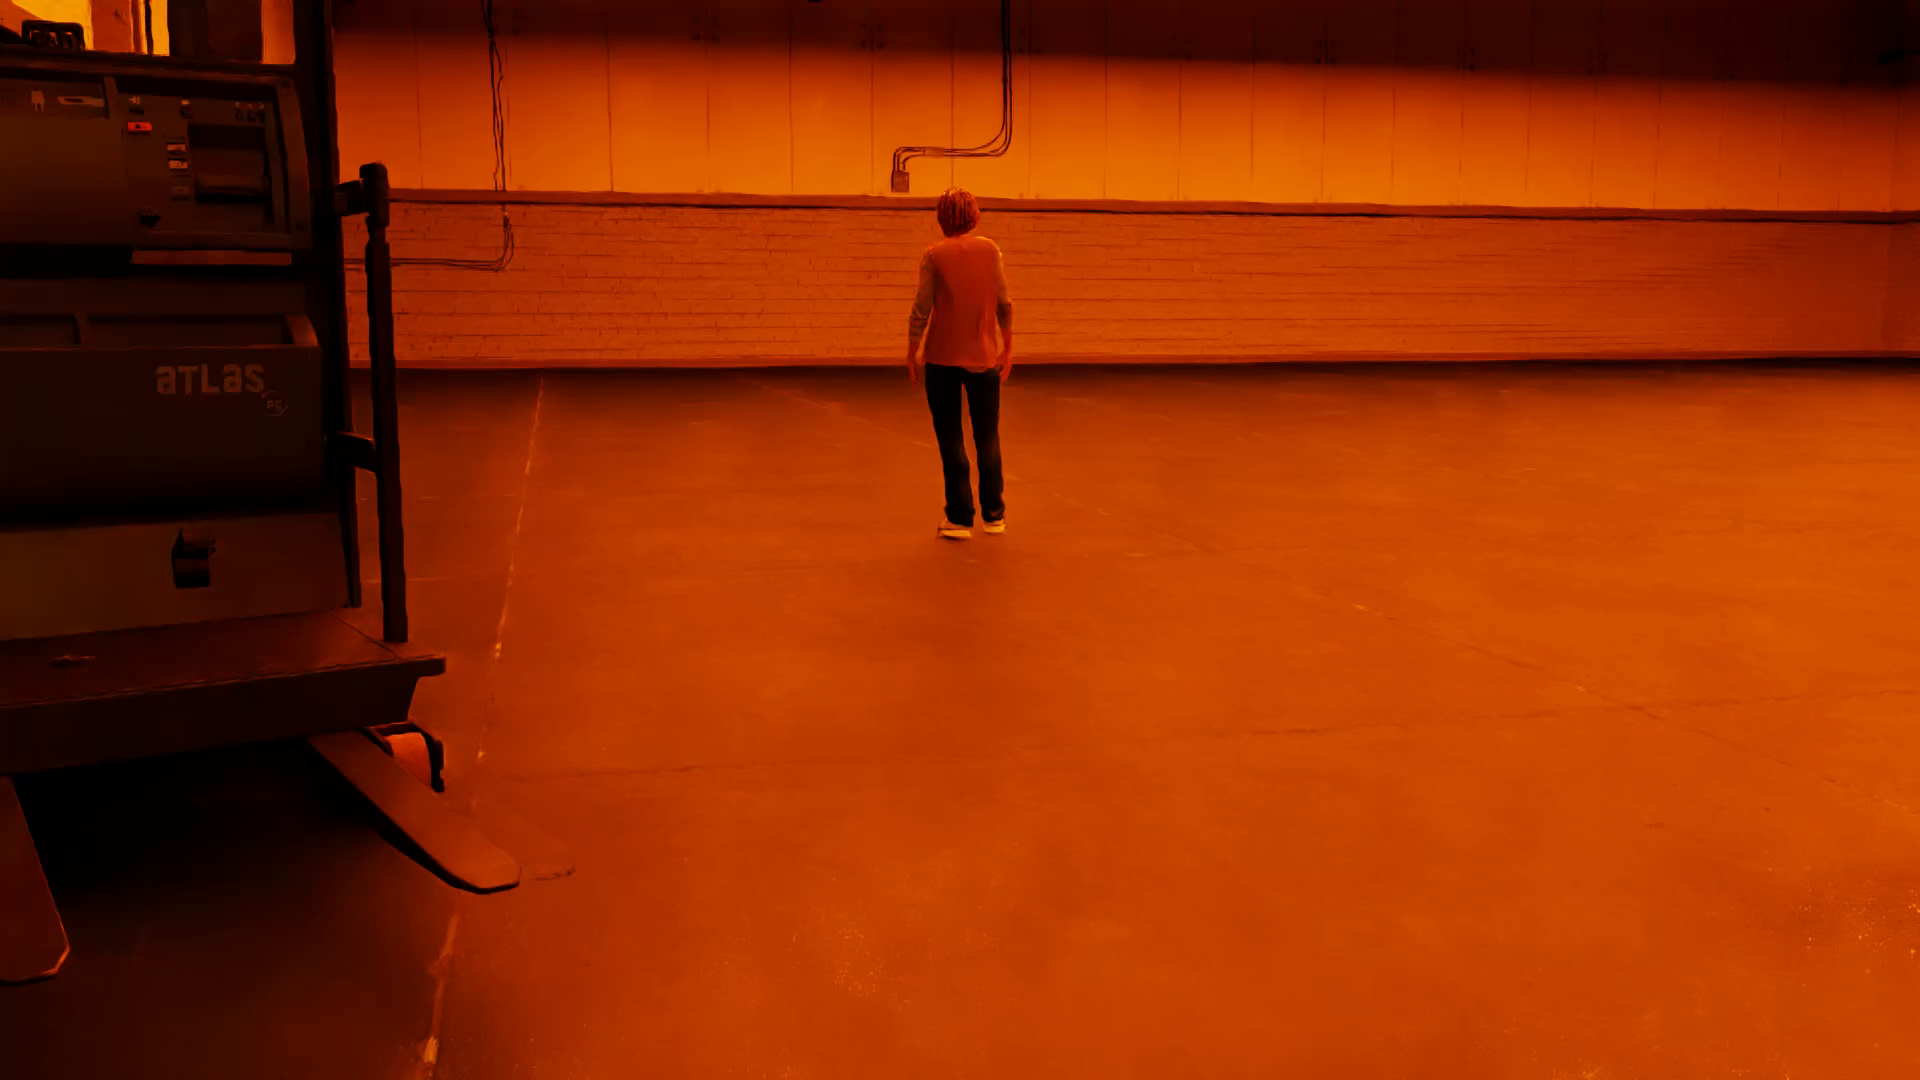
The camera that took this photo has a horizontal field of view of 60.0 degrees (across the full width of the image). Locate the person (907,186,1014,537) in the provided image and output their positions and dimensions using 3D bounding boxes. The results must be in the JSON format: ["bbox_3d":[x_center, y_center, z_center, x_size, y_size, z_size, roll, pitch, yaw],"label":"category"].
[{"bbox_3d":[-0.004,-0.808,7.670,0.520,1.597,0.474,-2,8,-13],"label":"person"}]

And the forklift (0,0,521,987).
[{"bbox_3d":[-1.769,-0.871,3.361,1.130,2.935,3.031,-5,10,-33],"label":"forklift"}]
